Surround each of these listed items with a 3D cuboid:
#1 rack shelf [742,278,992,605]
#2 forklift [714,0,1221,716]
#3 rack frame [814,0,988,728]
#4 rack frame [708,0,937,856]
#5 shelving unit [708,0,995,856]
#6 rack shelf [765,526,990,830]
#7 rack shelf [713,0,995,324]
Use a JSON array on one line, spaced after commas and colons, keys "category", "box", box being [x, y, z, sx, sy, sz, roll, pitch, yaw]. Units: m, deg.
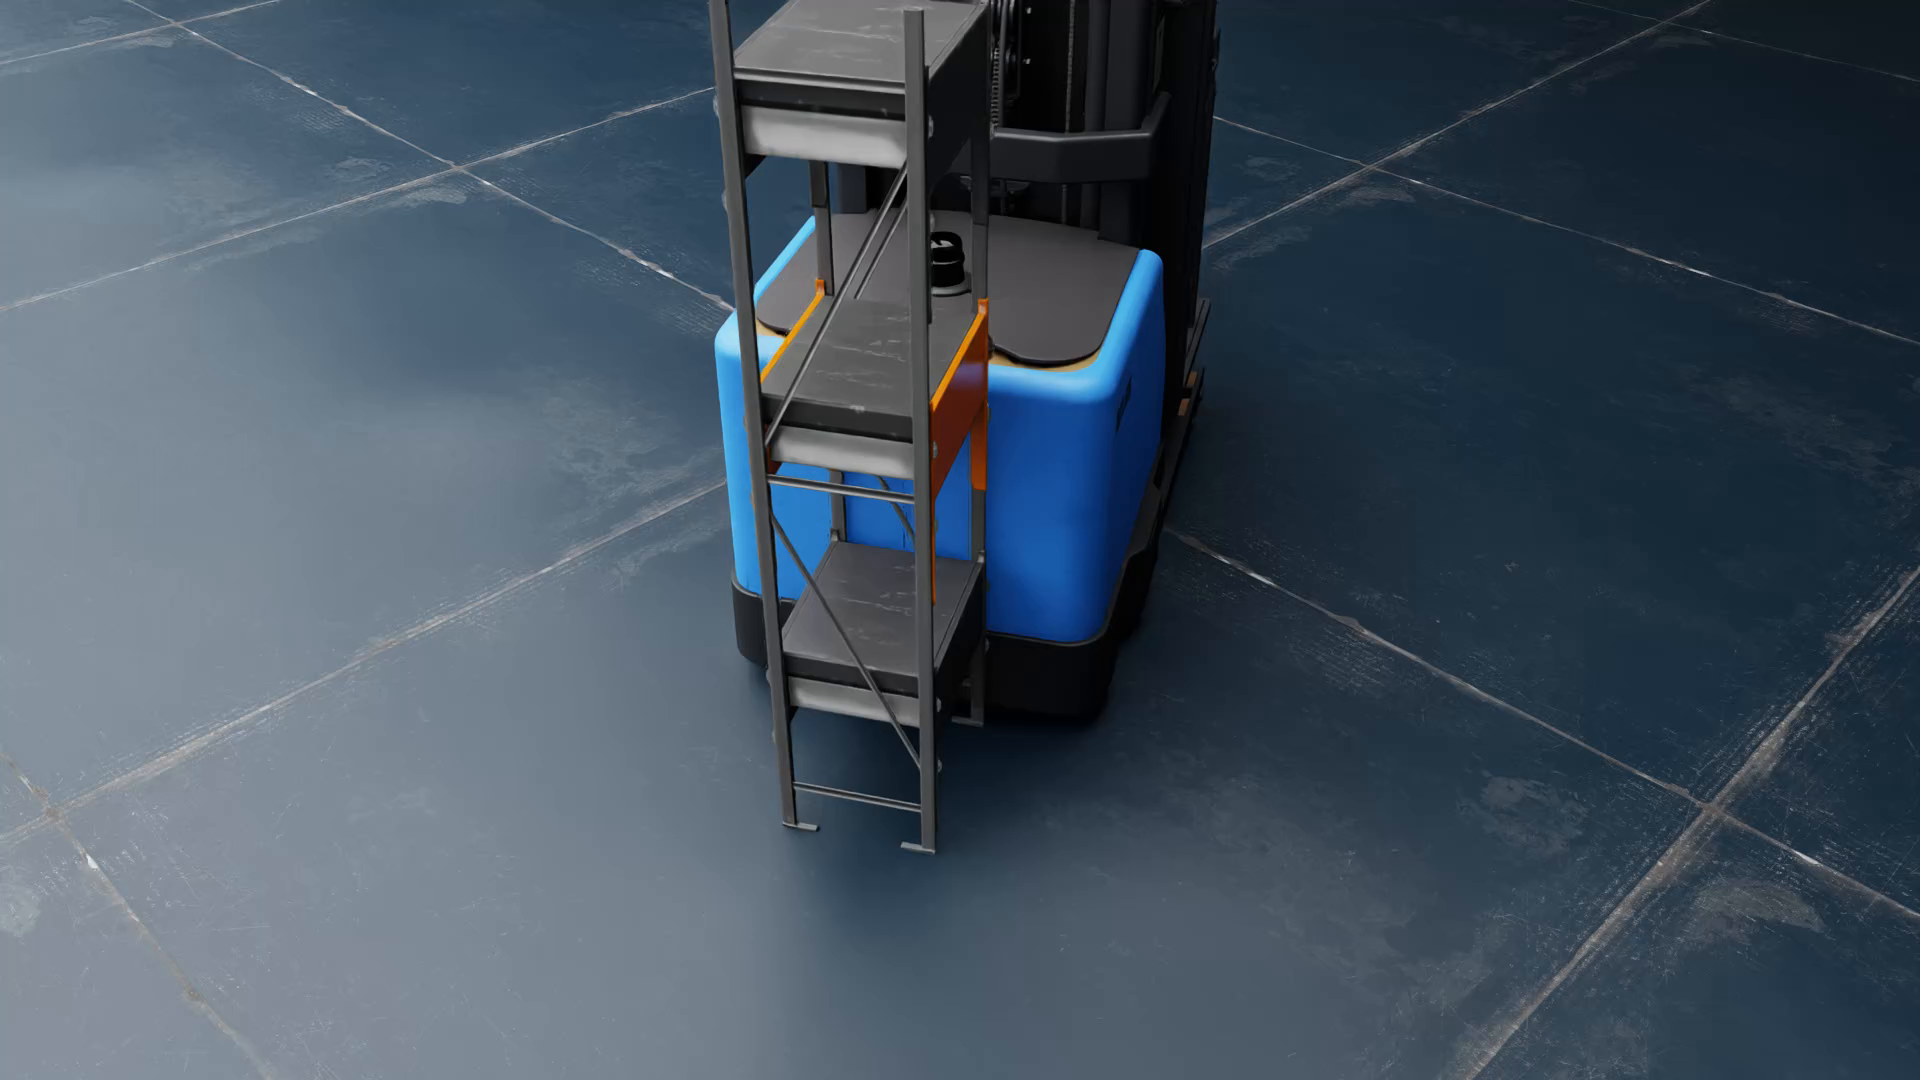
[{"category": "rack shelf", "box": [-0.194, -0.231, 3.764, 0.431, 0.518, 0.480, 9, 36, 12]}, {"category": "forklift", "box": [0.238, -1.573, 4.943, 1.130, 2.935, 3.031, 8, 36, 12]}, {"category": "rack frame", "box": [-0.132, -0.379, 3.948, 0.400, 2.100, 0.015, 9, 36, 12]}, {"category": "rack frame", "box": [-0.256, -0.105, 3.564, 0.400, 2.100, 0.015, 9, 36, 12]}, {"category": "shelving unit", "box": [-0.194, -0.242, 3.756, 0.431, 2.100, 0.503, 9, 36, 12]}, {"category": "rack shelf", "box": [-0.192, 0.339, 4.170, 0.431, 0.518, 0.480, 9, 36, 12]}, {"category": "rack shelf", "box": [-0.196, -0.800, 3.358, 0.431, 0.518, 0.480, 9, 36, 12]}]
